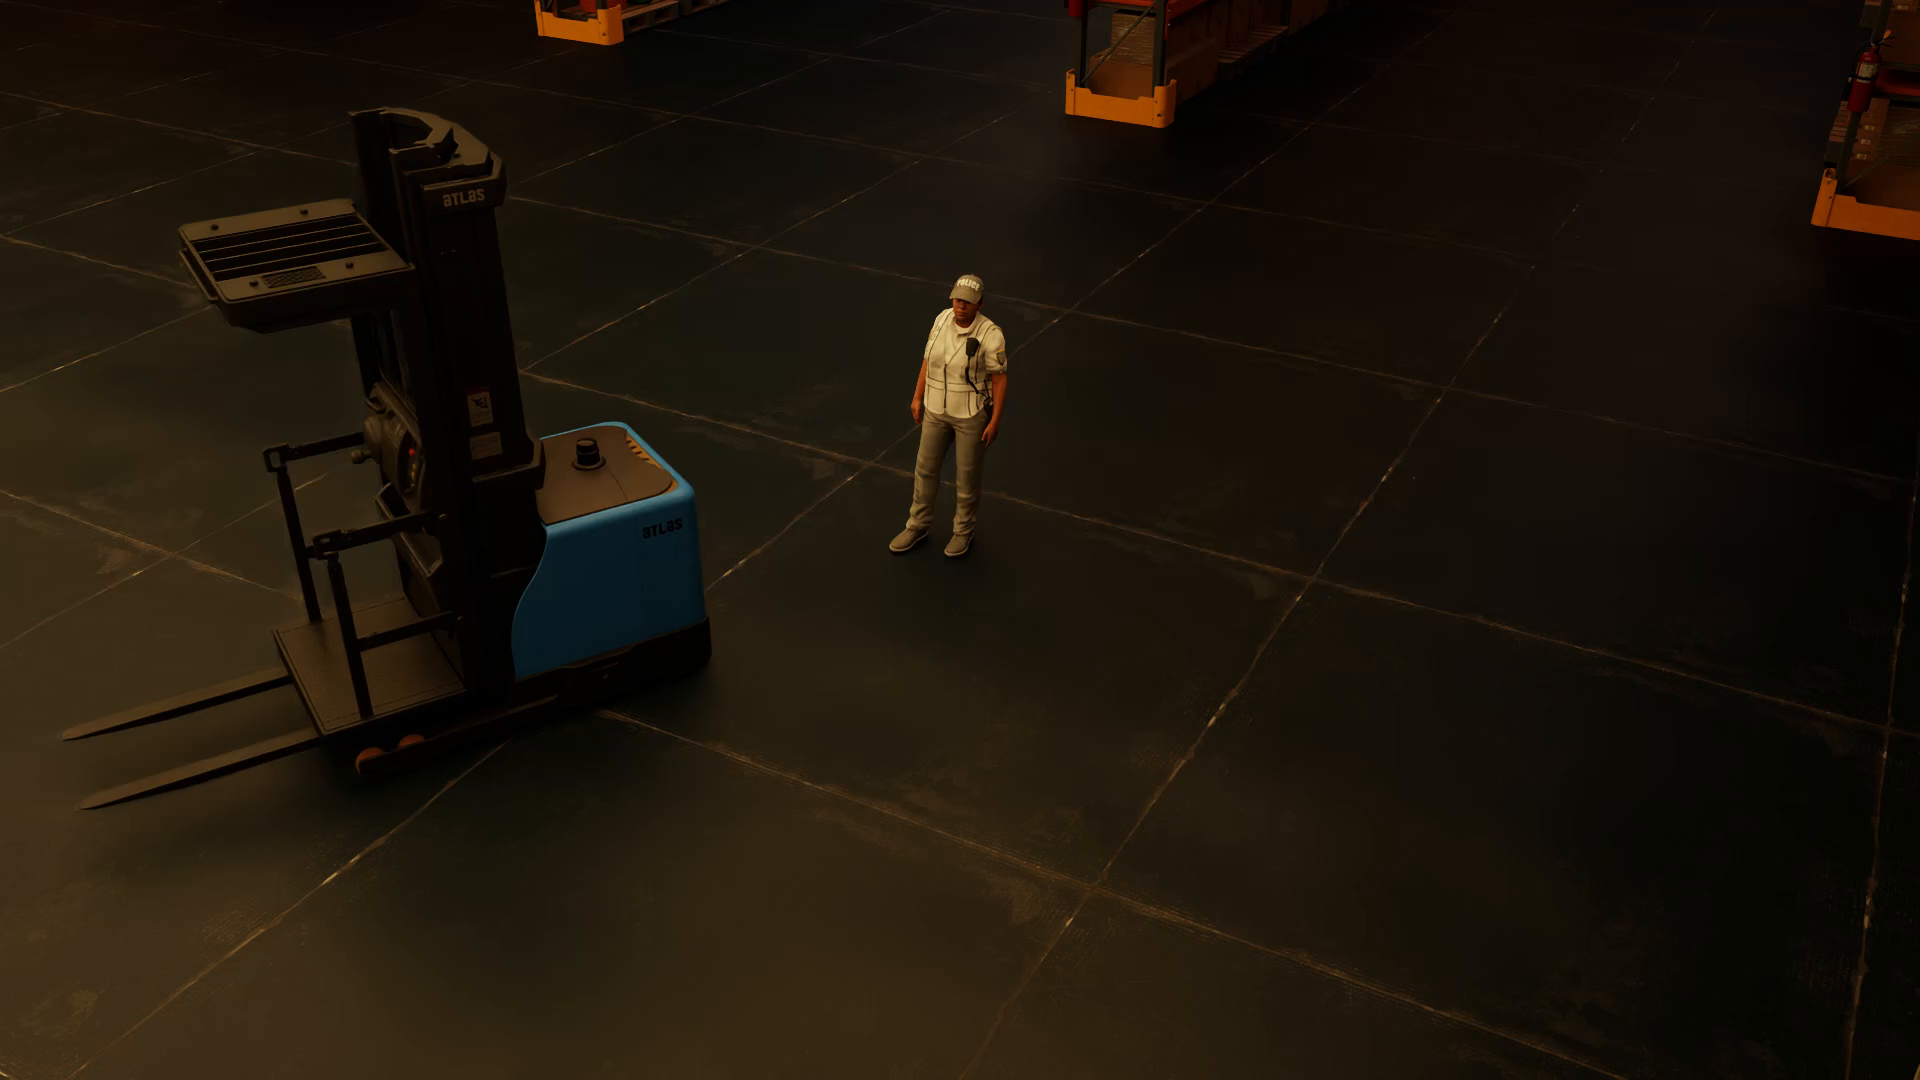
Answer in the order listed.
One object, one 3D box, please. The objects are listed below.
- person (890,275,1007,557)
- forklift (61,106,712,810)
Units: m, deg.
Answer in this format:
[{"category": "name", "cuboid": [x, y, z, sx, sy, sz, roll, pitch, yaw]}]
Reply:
[{"category": "person", "cuboid": [-0.057, -0.700, 9.534, 0.599, 1.670, 0.529, 15, 33, 25]}, {"category": "forklift", "cuboid": [-2.837, -0.409, 7.779, 3.031, 2.935, 1.130, -17, 34, -27]}]
